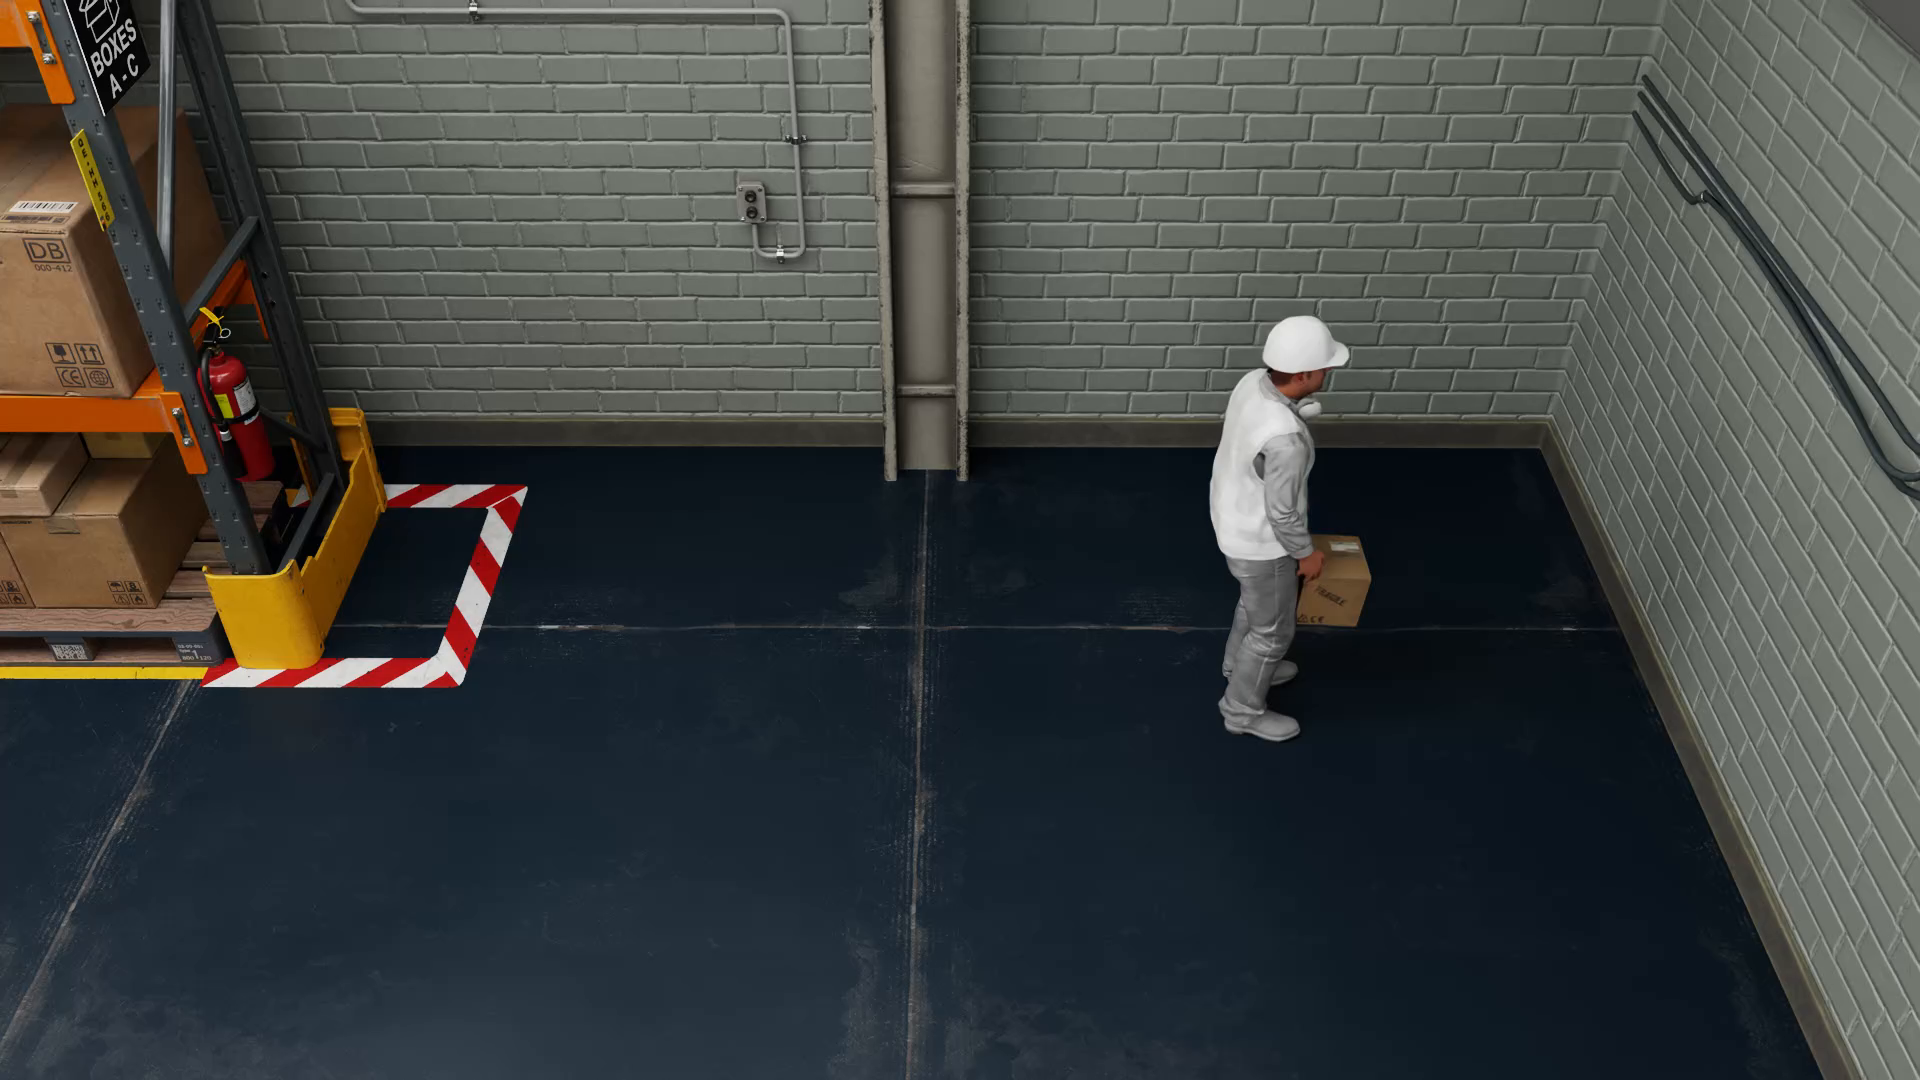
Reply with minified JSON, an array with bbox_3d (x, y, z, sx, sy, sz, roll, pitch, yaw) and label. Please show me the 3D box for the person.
[{"bbox_3d":[1.157,-0.054,6.196,0.471,1.777,0.556,-1,39,-1],"label":"person"}]
